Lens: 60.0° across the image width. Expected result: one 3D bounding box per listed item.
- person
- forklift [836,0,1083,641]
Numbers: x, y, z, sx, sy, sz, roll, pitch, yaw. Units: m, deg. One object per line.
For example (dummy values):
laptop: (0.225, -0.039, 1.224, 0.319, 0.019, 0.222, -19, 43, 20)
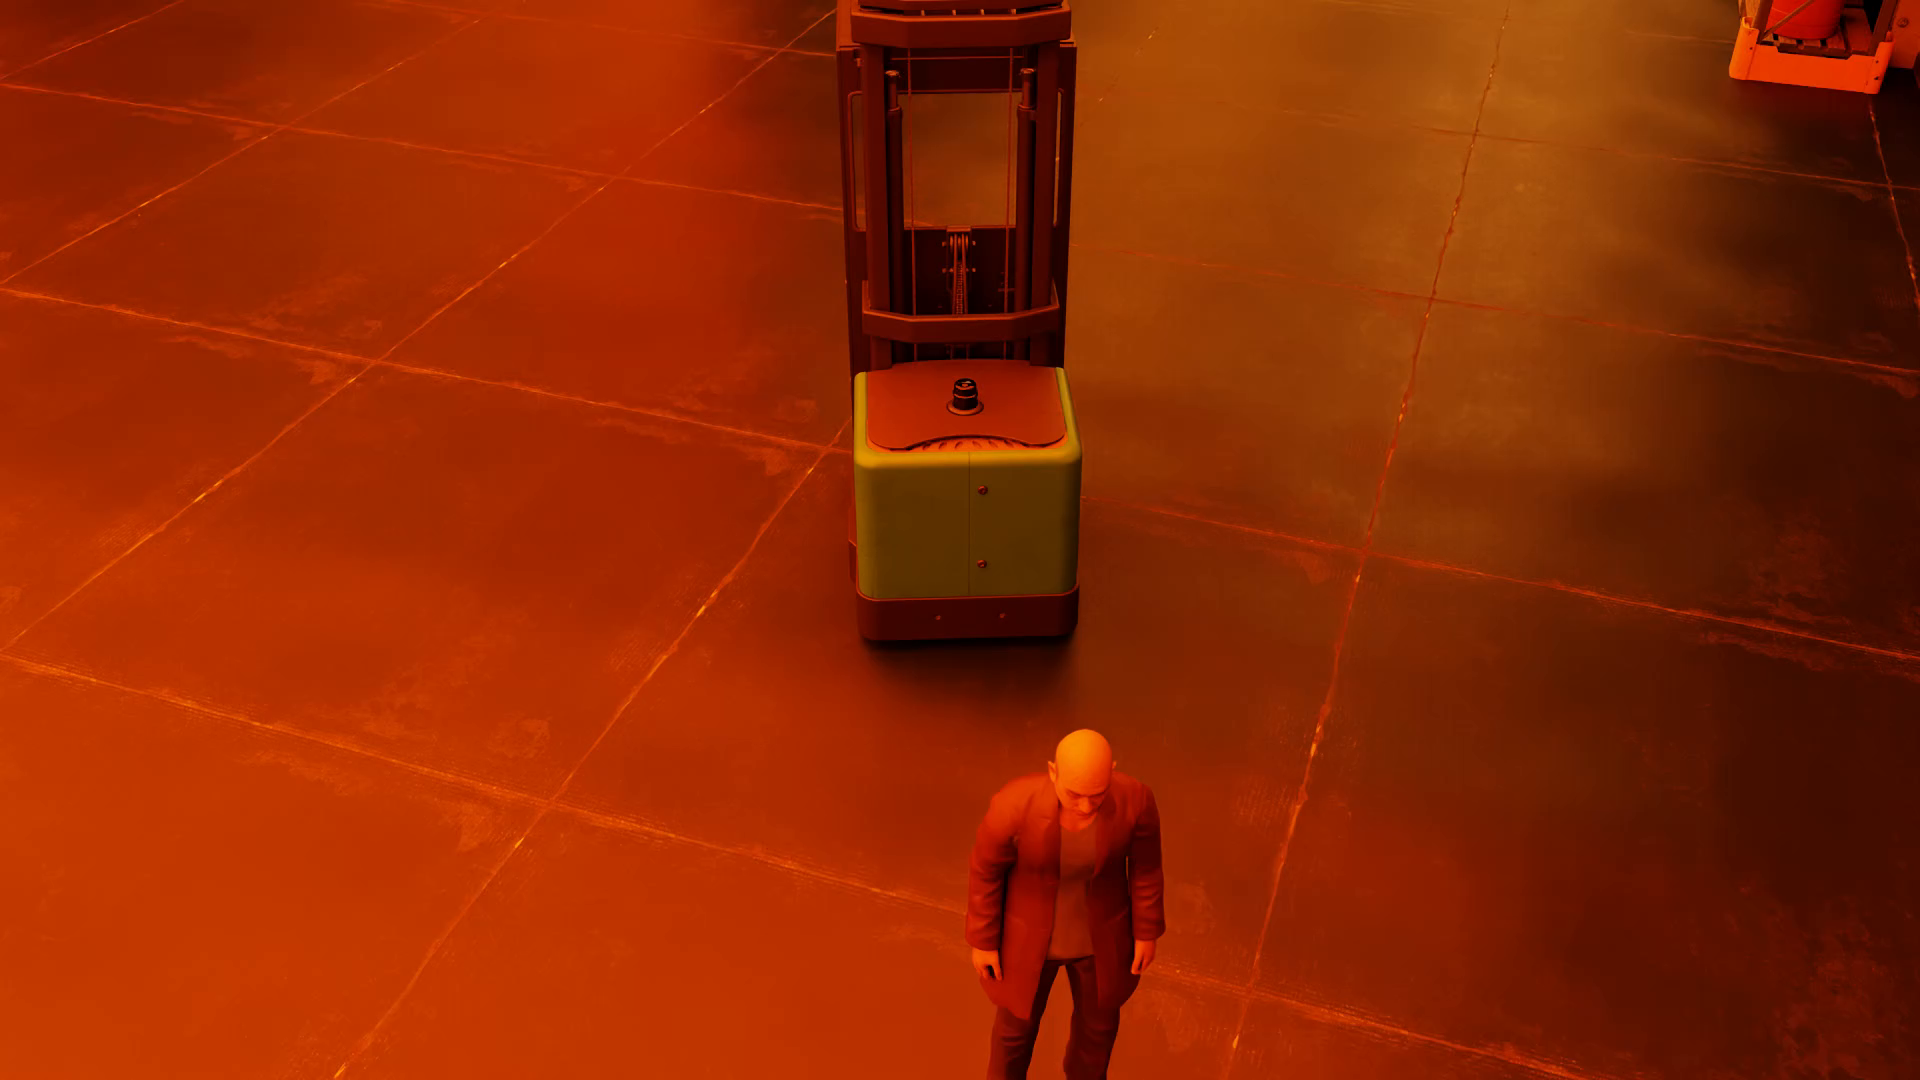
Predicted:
person: (0.336, 1.265, 5.327, 0.644, 1.774, 0.420, -2, 35, -3)
forklift: (-0.029, -1.547, 8.293, 1.130, 2.935, 3.031, -2, 35, -2)
